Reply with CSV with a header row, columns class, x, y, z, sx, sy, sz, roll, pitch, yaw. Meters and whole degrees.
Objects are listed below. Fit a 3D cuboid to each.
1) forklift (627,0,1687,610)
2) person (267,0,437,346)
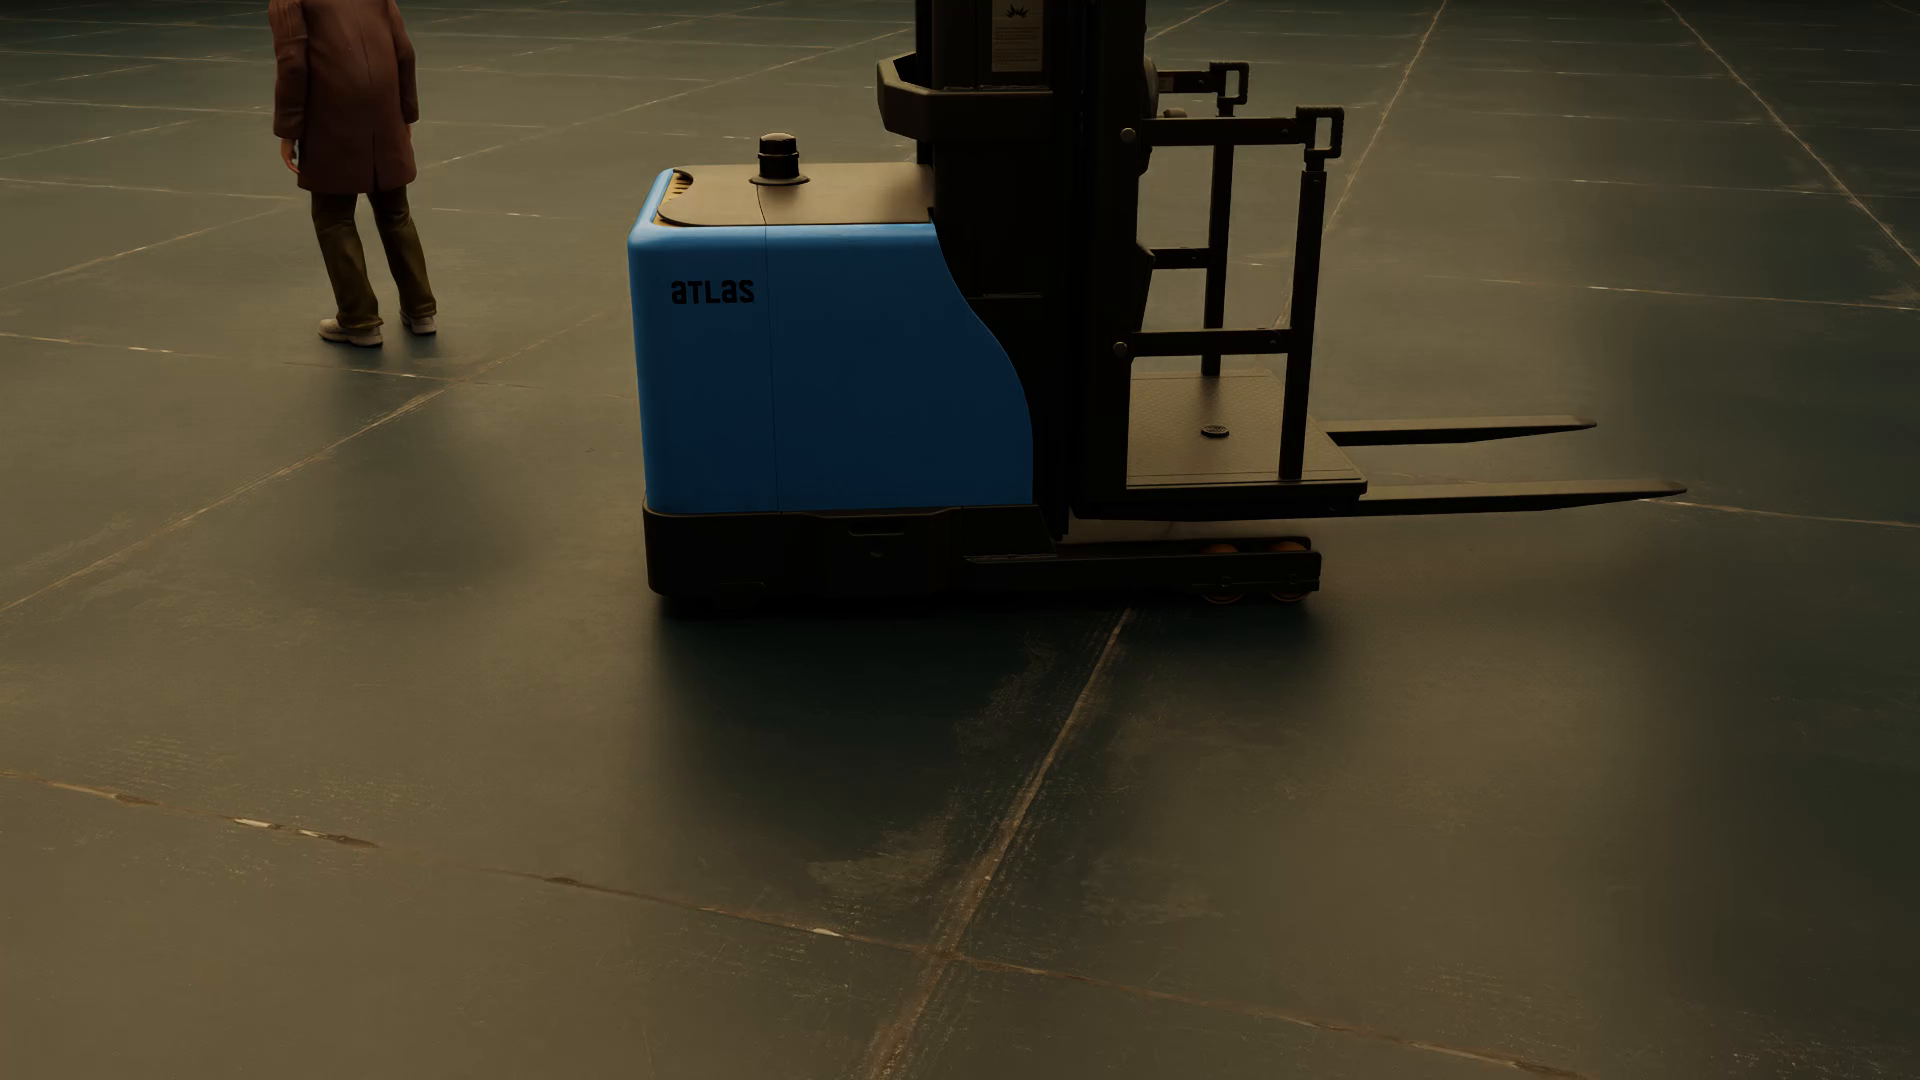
class,x,y,z,sx,sy,sz,roll,pitch,yaw
forklift,0.606,-1.374,4.608,3.031,2.935,1.130,-2,23,-4
person,-2.551,-1.709,6.937,0.434,1.773,0.652,18,29,37
